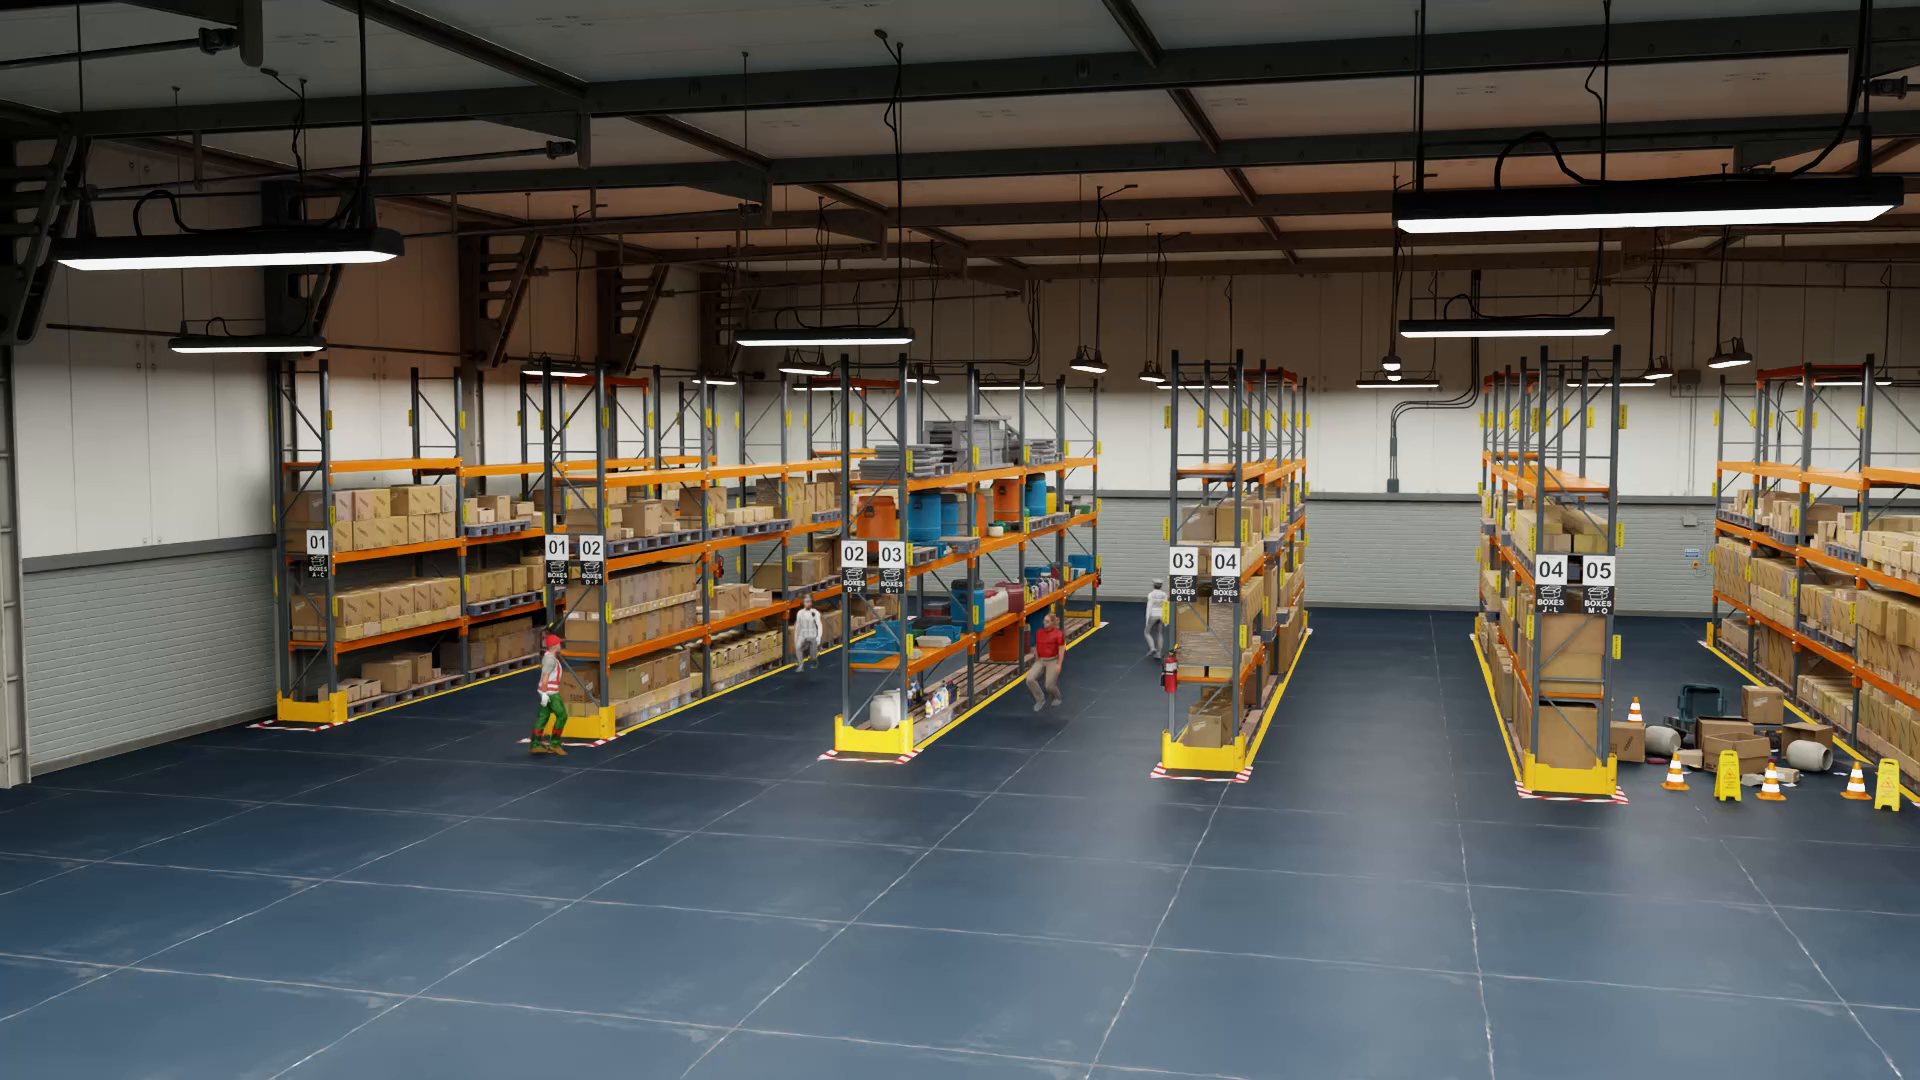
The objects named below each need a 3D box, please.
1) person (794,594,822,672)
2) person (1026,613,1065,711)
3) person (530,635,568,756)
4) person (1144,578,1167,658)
[{"bbox_3d":[-2.872,1.748,31.394,0.547,1.452,1.056,0,4,1],"label":"person"},{"bbox_3d":[1.452,2.013,27.512,0.591,1.596,0.632,3,5,32],"label":"person"},{"bbox_3d":[-6.177,2.325,24.915,0.553,1.800,0.586,-1,4,-18],"label":"person"},{"bbox_3d":[4.146,1.650,34.959,0.526,1.681,0.433,-1,4,-20],"label":"person"}]
